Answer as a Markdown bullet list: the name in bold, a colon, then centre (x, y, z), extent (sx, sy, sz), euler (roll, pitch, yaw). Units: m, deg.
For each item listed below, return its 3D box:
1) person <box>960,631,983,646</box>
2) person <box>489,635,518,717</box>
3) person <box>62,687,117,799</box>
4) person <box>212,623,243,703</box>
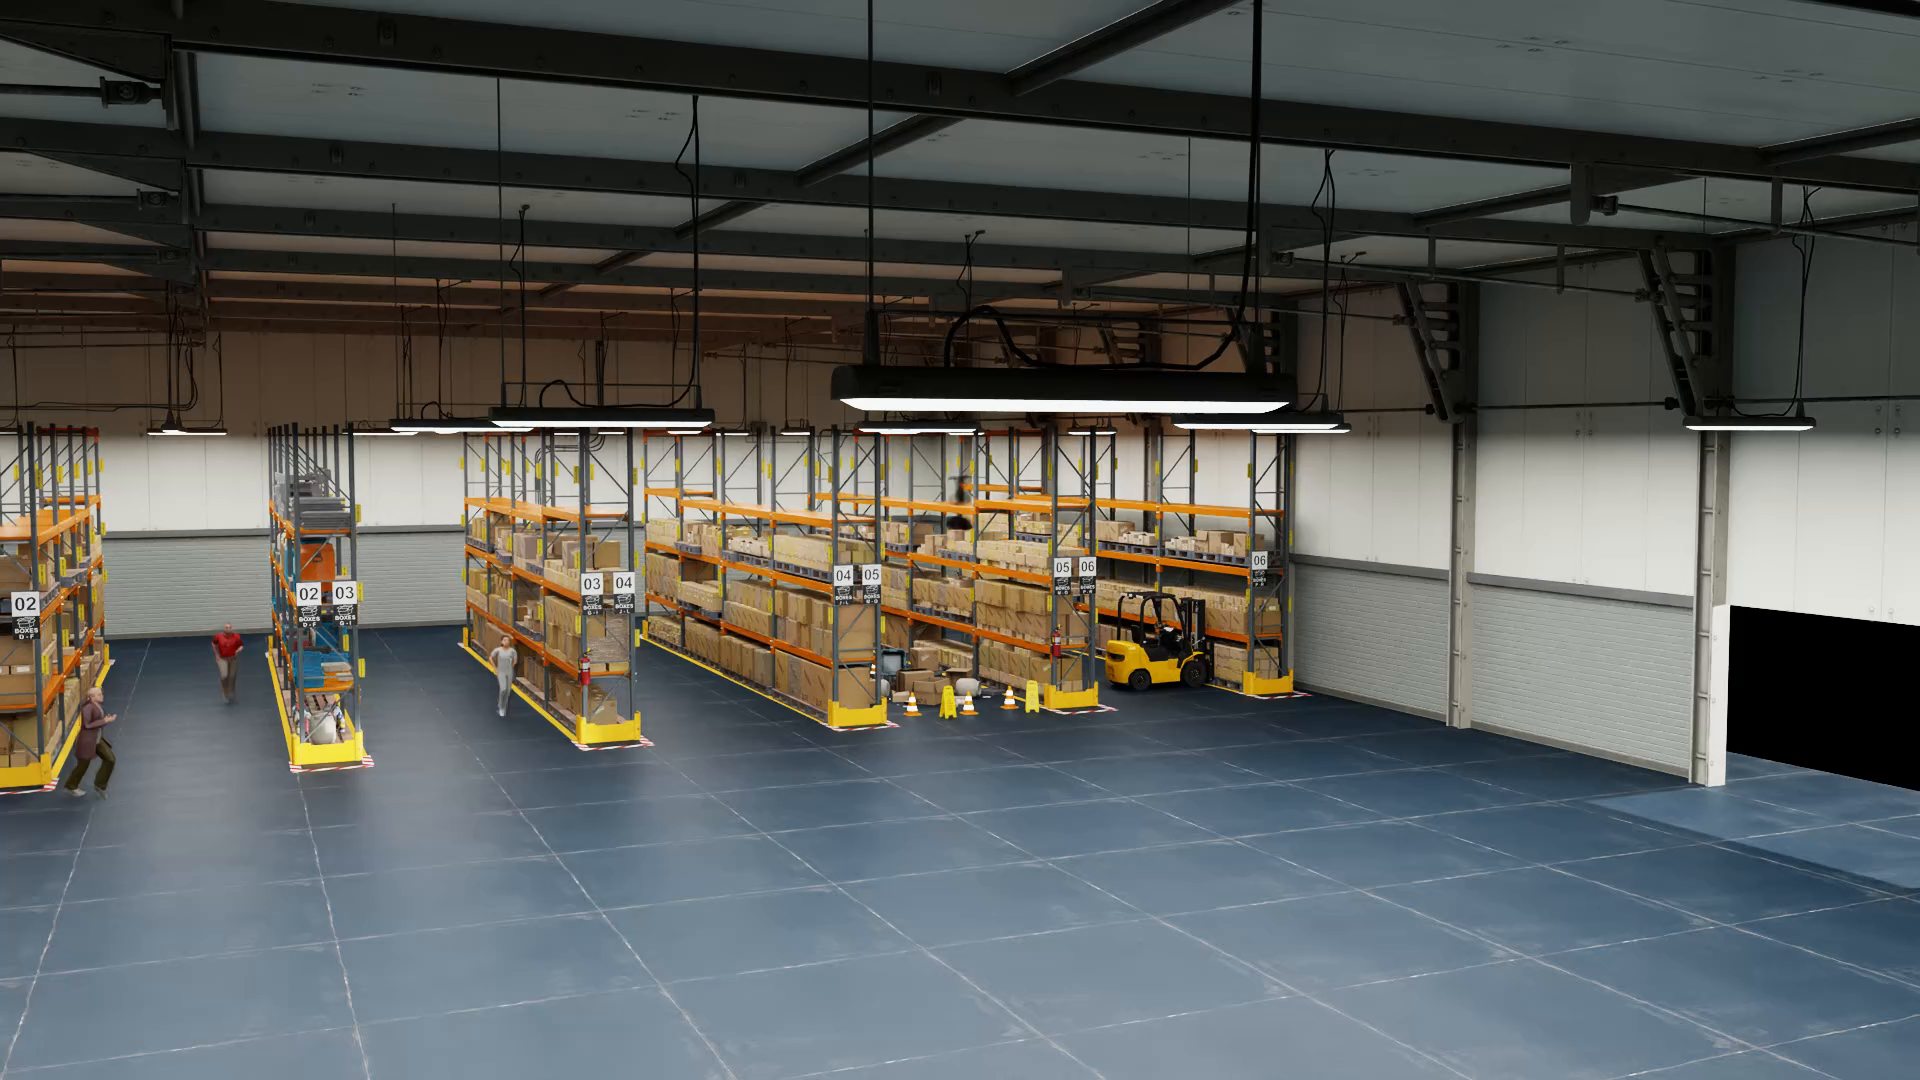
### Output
- **person**: centre (0.283, 2.042, 45.337), extent (0.688, 1.781, 0.950), euler (-3, 4, -36)
- **person**: centre (-9.391, 2.798, 34.320), extent (0.540, 1.684, 0.697), euler (-2, 4, -32)
- **person**: centre (-13.778, 3.246, 26.315), extent (0.904, 1.842, 0.669), euler (0, 3, 3)
- **person**: centre (-15.936, 2.684, 36.231), extent (0.591, 1.788, 0.889), euler (-2, 4, -32)
